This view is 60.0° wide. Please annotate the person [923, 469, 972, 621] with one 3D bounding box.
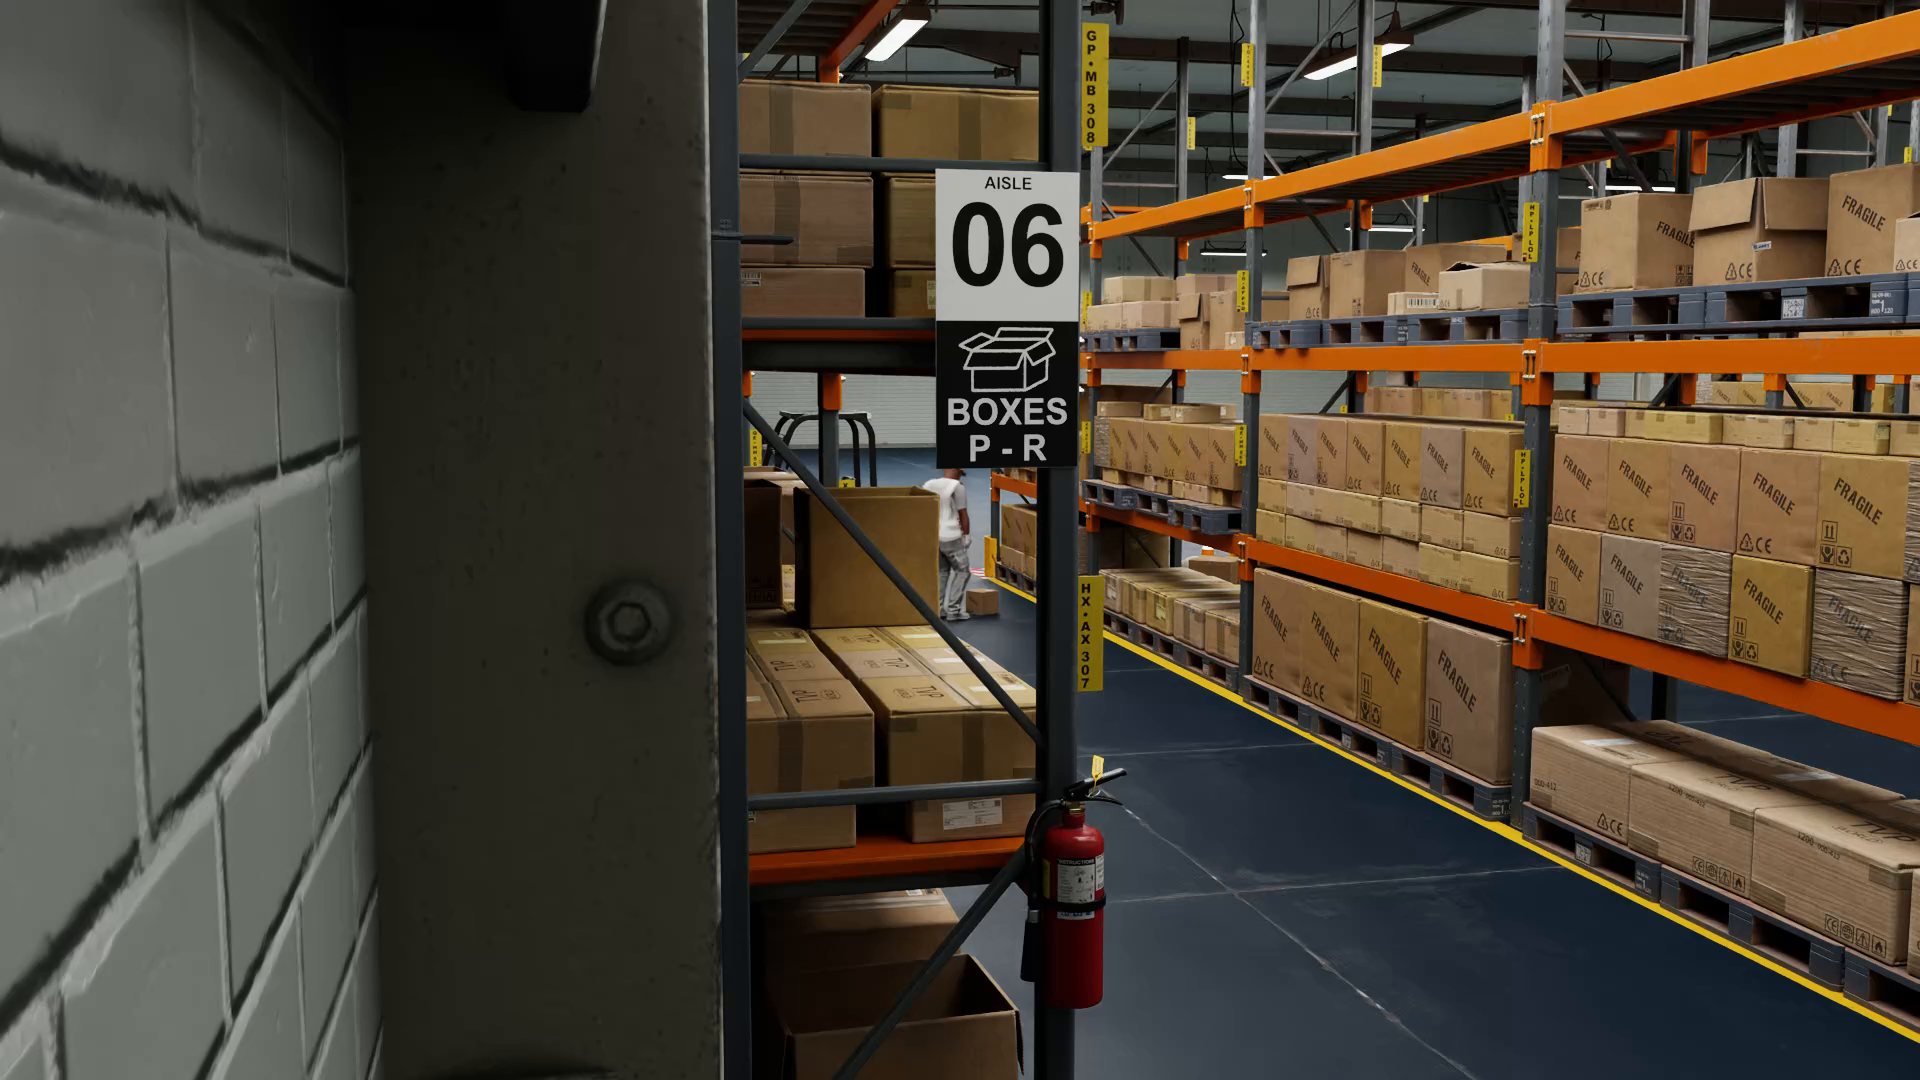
[{"bbox_3d":[-0.134,-0.018,17.602,0.497,1.709,0.580,-6,8,-44],"label":"person"}]
